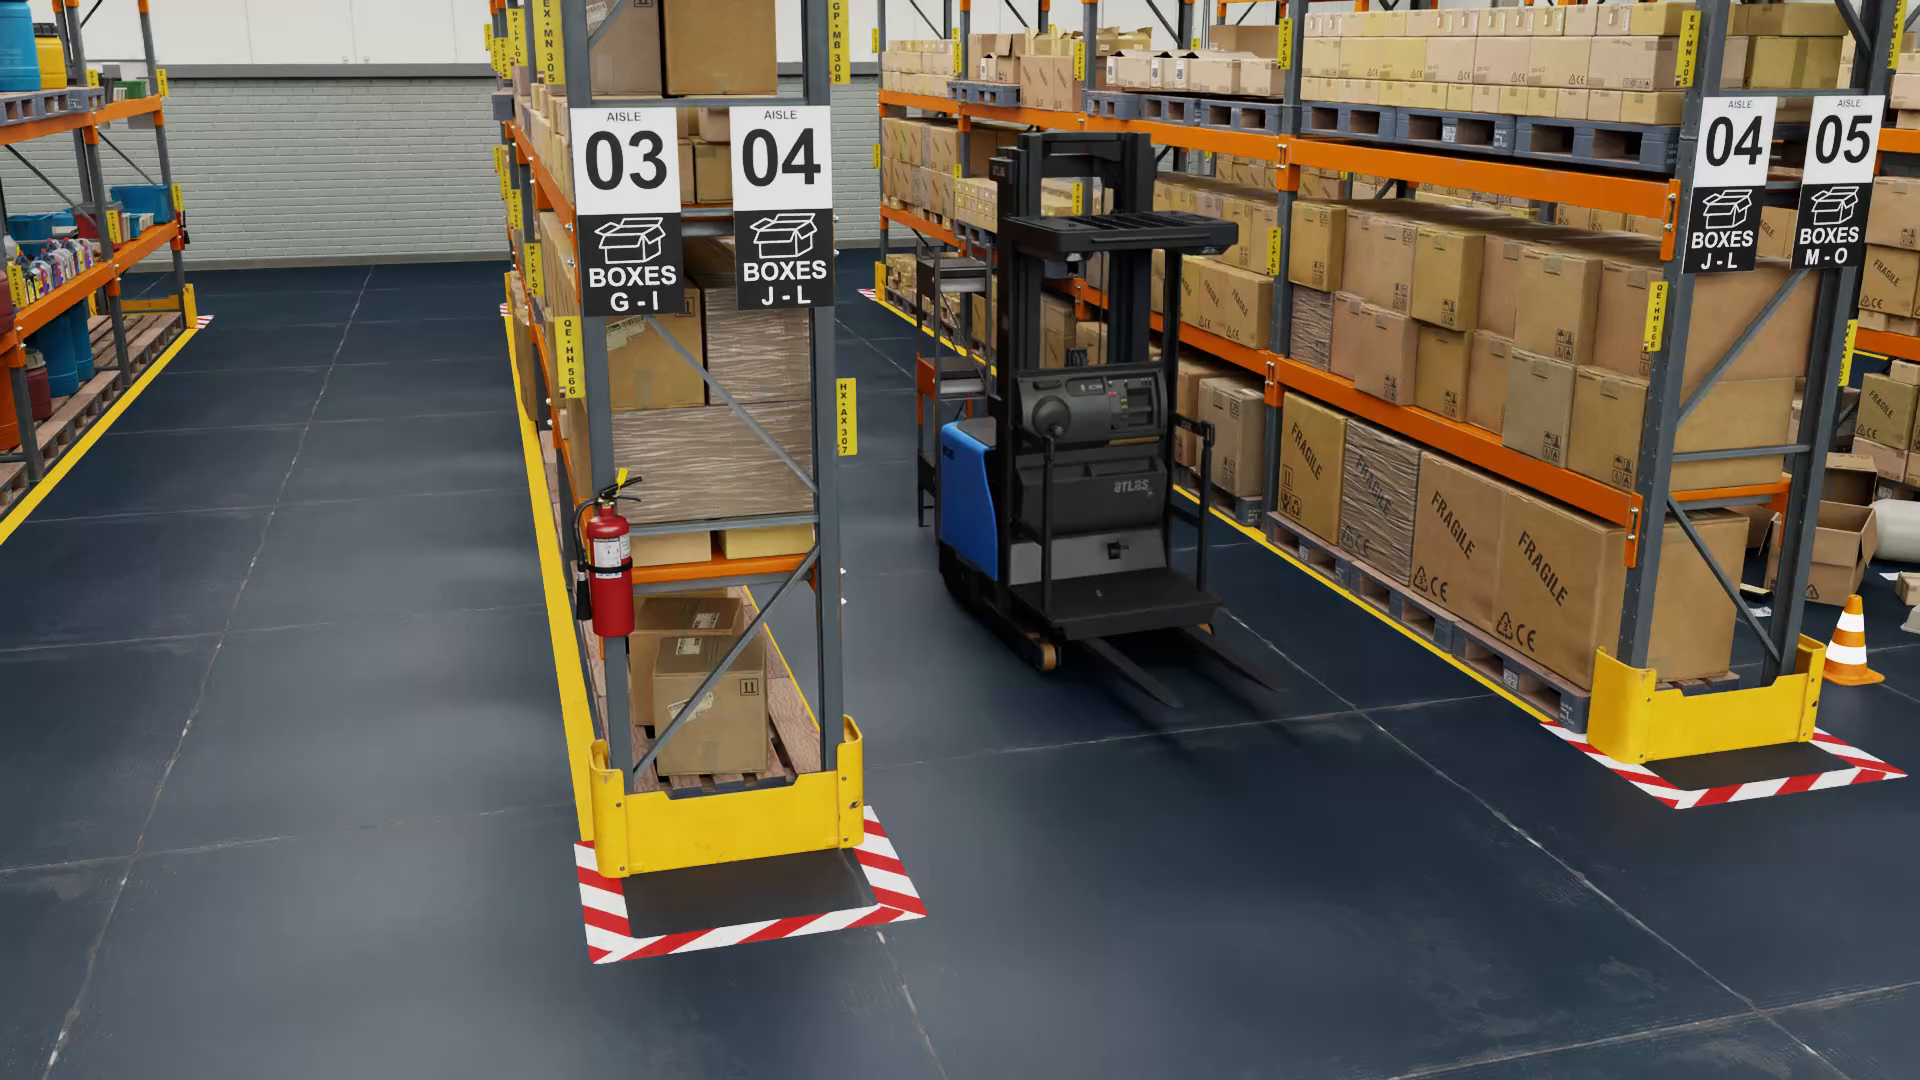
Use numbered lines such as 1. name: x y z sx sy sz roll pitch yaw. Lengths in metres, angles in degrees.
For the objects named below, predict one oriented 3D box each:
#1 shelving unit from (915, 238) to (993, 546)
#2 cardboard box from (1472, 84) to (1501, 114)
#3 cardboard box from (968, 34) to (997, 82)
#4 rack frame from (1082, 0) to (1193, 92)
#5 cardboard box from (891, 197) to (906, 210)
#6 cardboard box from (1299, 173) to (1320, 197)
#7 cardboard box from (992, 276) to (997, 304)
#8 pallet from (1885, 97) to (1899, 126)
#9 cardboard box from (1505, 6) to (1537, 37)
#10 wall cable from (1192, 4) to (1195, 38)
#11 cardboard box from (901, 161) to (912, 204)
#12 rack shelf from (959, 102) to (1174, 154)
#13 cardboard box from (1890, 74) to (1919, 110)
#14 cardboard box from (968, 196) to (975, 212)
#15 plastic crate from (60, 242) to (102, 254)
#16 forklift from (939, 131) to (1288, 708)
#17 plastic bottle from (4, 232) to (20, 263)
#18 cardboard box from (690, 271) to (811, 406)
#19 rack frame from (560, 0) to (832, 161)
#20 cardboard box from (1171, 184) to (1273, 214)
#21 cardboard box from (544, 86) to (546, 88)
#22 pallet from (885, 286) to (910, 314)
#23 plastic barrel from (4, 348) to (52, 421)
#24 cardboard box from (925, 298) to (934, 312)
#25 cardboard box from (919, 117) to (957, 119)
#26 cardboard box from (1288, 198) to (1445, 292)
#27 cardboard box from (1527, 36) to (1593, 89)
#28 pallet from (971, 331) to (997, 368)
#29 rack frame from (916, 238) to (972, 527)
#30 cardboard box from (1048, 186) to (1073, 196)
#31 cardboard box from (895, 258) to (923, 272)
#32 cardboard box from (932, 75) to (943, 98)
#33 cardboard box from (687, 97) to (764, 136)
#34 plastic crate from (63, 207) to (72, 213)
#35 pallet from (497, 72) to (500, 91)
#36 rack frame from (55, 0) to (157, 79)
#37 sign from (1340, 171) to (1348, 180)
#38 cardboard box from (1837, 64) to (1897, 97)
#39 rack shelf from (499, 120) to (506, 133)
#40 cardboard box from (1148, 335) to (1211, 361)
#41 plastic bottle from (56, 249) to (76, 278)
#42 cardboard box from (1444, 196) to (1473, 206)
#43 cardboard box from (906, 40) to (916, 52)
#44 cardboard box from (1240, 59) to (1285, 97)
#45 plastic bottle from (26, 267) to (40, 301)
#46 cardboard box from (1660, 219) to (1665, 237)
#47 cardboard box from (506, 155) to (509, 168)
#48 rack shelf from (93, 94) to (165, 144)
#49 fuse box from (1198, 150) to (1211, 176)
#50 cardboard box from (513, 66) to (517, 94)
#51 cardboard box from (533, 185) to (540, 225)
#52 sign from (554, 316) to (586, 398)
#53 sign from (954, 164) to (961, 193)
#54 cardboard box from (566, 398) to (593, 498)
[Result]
1. shelving unit: -0.045 -1.051 11.802 0.431 2.100 0.503 -5 17 -15
2. cardboard box: 3.027 -2.402 9.052 0.380 0.149 0.250 -5 17 -15
3. cardboard box: 0.493 -5.311 18.301 0.700 0.500 0.500 -5 17 -15
4. rack frame: 1.594 -5.506 14.639 1.000 3.000 0.127 -5 17 -15
5. cardboard box: -0.698 -4.464 22.035 0.380 0.149 0.250 -5 17 -17
6. cardboard box: 4.707 -4.456 21.399 0.500 0.500 0.500 -5 17 -17
7. cardboard box: 0.593 -2.730 18.137 0.500 0.250 0.500 -4 17 -14
8. pallet: 7.358 -3.471 13.406 1.213 0.211 1.003 -5 17 -15
9. cardboard box: 3.096 -2.714 8.706 0.380 0.149 0.250 -5 17 -15
10. wall cable: 3.017 -9.748 28.761 2.355 3.000 0.029 -5 17 -15
11. cardboard box: -0.453 -4.607 21.385 0.500 0.500 0.500 -4 17 -15
12. rack shelf: 1.045 -4.278 17.016 1.077 0.370 4.000 -5 17 -15
13. cardboard box: 7.283 -3.309 12.284 0.500 0.250 0.500 -5 17 -16
14. cardboard box: 0.305 -3.674 18.159 0.380 0.149 0.250 -4 17 -14
15. plastic crate: -9.055 -3.026 17.165 0.396 0.136 0.243 -5 17 -15
16. forklift: 0.853 -0.790 9.487 1.130 2.935 3.031 -6 18 -20
17. plastic bottle: -9.268 -2.825 16.230 0.144 0.351 0.185 -5 17 -15
18. cardboard box: -0.893 -0.898 7.300 0.500 0.500 0.500 -5 17 -15
19. rack frame: -1.004 -2.929 6.060 1.000 3.000 0.127 -5 17 -15
20. cardboard box: 2.132 -2.611 13.520 0.700 0.500 0.500 -5 17 -16
21. cardboard box: -2.117 -2.458 9.275 0.380 0.149 0.250 -5 17 -15
22. pallet: -0.394 -3.261 22.443 1.003 0.211 1.213 -5 17 -15
23. plastic barrel: -8.426 -1.369 14.758 0.600 0.588 0.708 -5 17 -15
24. cardboard box: -0.225 -2.943 20.760 0.380 0.149 0.250 -5 17 -15
25. cardboard box: -0.239 -5.408 22.312 0.500 0.500 0.500 -5 17 -16
26. cardboard box: 2.762 -2.010 11.293 0.875 0.550 0.550 -5 17 -15
27. cardboard box: 3.253 -2.428 8.446 0.500 0.250 0.500 -5 17 -15
28. pallet: 0.710 -2.188 18.870 1.003 0.211 1.213 -5 17 -15
29. rack frame: -0.113 -1.119 12.027 0.400 2.100 0.015 -5 17 -15
30. cardboard box: 1.150 -3.649 17.557 0.380 0.149 0.250 -6 18 -18
31. cardboard box: -0.650 -3.648 22.073 0.380 0.149 0.250 -5 17 -15
32. cardboard box: -0.026 -5.357 19.619 0.500 0.250 0.500 -5 17 -15
33. cardboard box: -1.024 -1.845 7.234 0.380 0.149 0.250 -5 17 -16
34. plastic crate: -10.231 -3.762 19.448 0.416 0.233 0.300 -5 17 -15
35. pallet: -5.187 -5.671 20.557 1.003 0.211 1.213 -5 17 -15
36. rack frame: -10.163 -6.963 19.490 1.000 3.000 0.127 -5 17 -15
37. sign: 4.693 -4.567 20.298 0.100 0.325 0.005 -5 17 -15
38. cardboard box: 7.125 -3.661 13.244 0.500 0.250 0.500 -5 17 -16
39. rack shelf: -4.851 -5.020 19.487 1.077 0.370 4.000 -5 17 -15
40. cardboard box: 1.919 -1.339 14.377 1.050 0.750 0.750 -4 17 -14
41. plastic bottle: -8.406 -2.600 15.609 0.152 0.276 0.135 -5 17 -15
42. cardboard box: 5.644 -3.615 18.164 0.500 0.250 0.500 -5 17 -17
43. cardboard box: -0.458 -6.169 20.761 0.380 0.149 0.250 -4 17 -14
44. cardboard box: 2.345 -3.323 11.942 0.500 0.250 0.500 -5 17 -15
45. plastic bottle: -7.956 -2.199 14.260 0.061 0.283 0.133 -5 17 -15
46. cardboard box: 6.659 -2.872 14.877 0.500 0.500 0.500 -5 18 -17
47. cardboard box: -4.819 -4.049 18.659 0.500 0.500 0.500 -5 17 -15
48. rack shelf: -9.614 -4.628 18.183 1.077 0.370 4.000 -5 17 -15
49. fuse box: 4.615 -6.331 30.055 0.539 1.711 0.414 -5 17 -15
50. cardboard box: -3.185 -3.701 12.803 0.500 0.500 0.500 -5 17 -15
51. cardboard box: -3.388 -3.000 14.808 0.797 0.503 0.637 -4 17 -13
52. sign: -1.543 -0.723 6.583 0.100 0.325 0.005 -5 17 -15
53. sign: -0.025 -4.109 18.911 0.100 0.325 0.005 -5 17 -15
54. cardboard box: -1.382 -0.529 7.808 0.875 0.500 0.500 -5 17 -15
